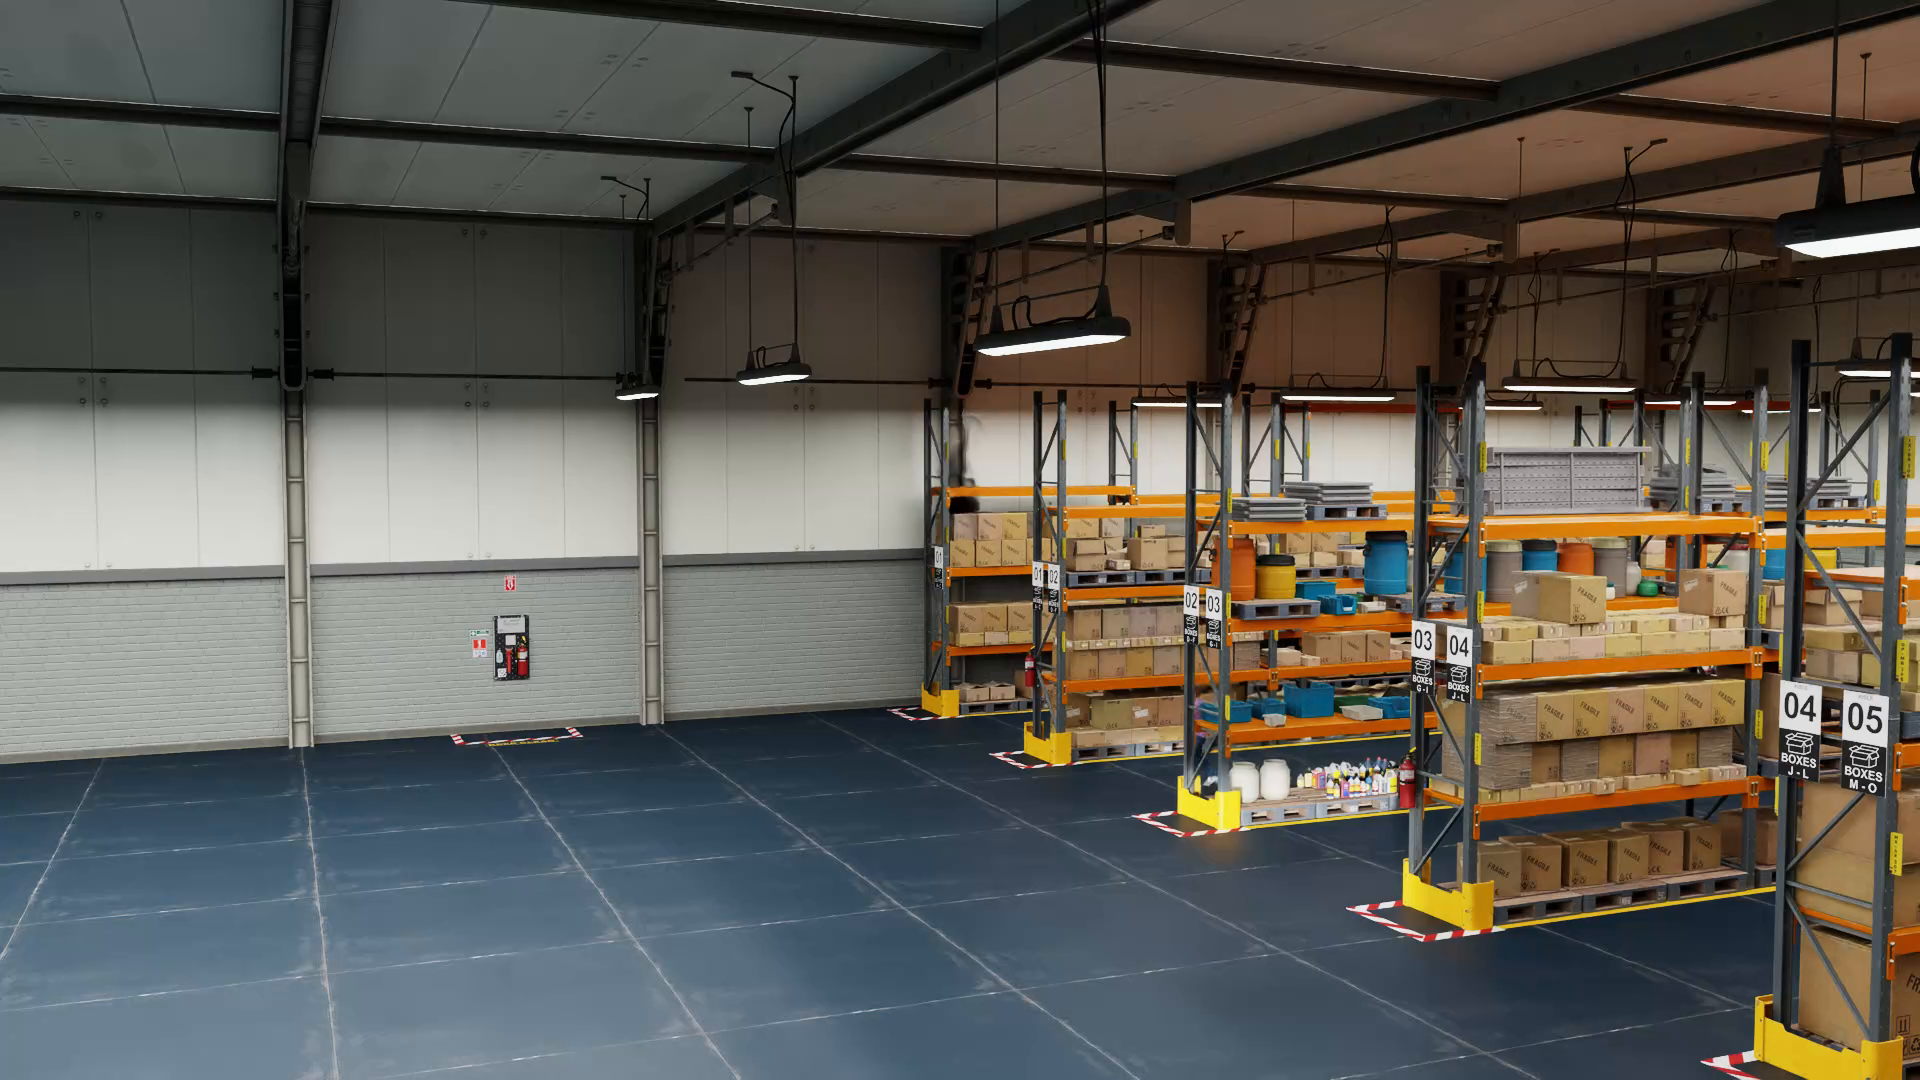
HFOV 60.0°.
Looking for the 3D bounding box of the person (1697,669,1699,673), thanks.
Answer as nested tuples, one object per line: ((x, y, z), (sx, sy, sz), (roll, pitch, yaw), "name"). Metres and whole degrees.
((12.373, 2.646, 28.285), (0.598, 1.726, 0.702), (-1, 4, -17), "person")

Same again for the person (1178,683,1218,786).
((3.494, 2.905, 24.450), (0.813, 1.626, 0.577), (-2, 4, -25), "person")
